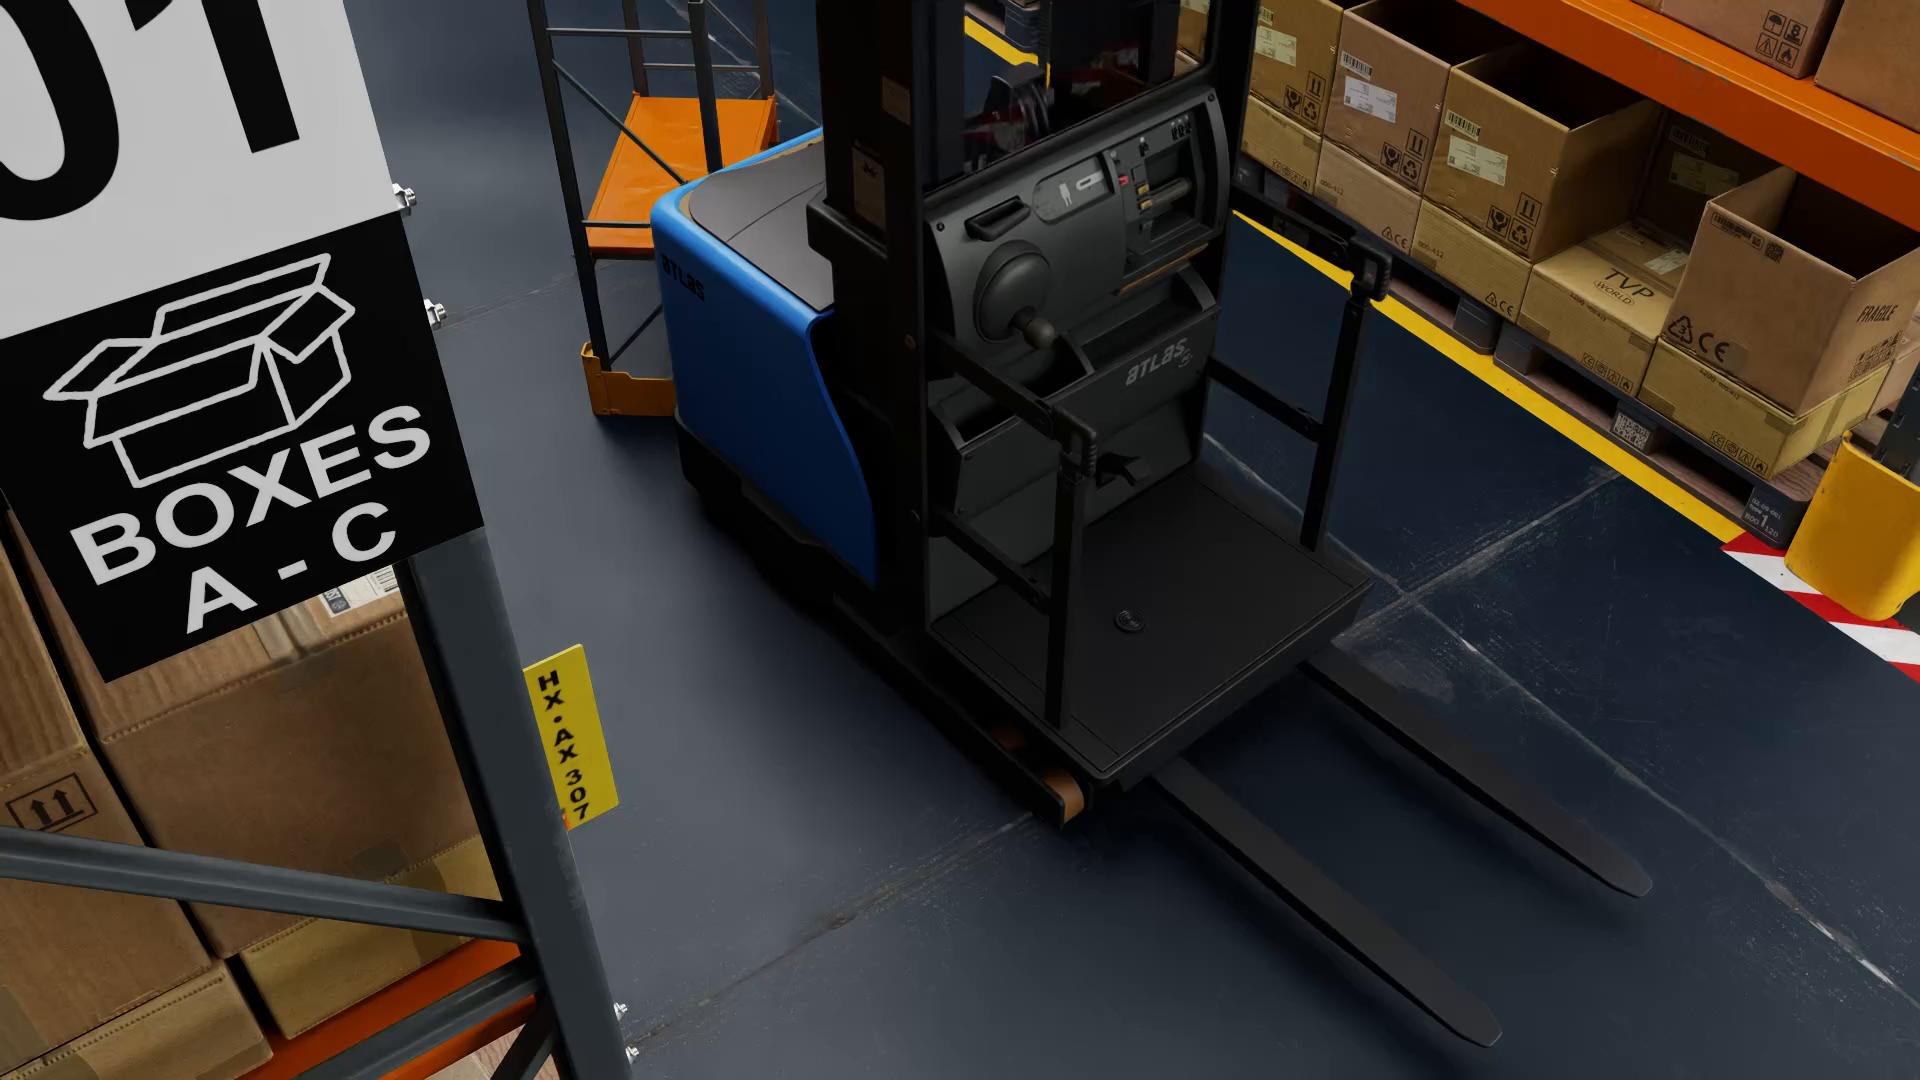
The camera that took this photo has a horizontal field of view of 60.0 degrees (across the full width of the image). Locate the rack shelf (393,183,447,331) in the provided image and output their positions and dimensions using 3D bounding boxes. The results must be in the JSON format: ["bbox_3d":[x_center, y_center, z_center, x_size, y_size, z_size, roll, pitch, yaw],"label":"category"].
[{"bbox_3d":[-2.103,-1.163,2.644,1.077,0.370,4.000,-26,49,-24],"label":"rack shelf"}]

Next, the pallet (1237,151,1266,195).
[{"bbox_3d":[1.234,-1.954,7.144,1.003,0.211,1.213,-26,49,-24],"label":"pallet"}]

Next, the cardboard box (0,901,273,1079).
[{"bbox_3d":[-1.385,0.654,2.487,0.500,0.250,0.500,-25,49,-24],"label":"cardboard box"}]

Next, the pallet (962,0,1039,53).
[{"bbox_3d":[0.360,-2.823,8.054,1.003,0.211,1.213,-26,49,-24],"label":"pallet"}]

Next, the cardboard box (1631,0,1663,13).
[{"bbox_3d":[2.262,-2.049,5.151,0.700,0.500,0.500,-25,49,-24],"label":"cardboard box"}]

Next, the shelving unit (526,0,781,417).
[{"bbox_3d":[-0.944,-1.335,5.562,0.587,1.500,1.083,2,44,2],"label":"shelving unit"}]

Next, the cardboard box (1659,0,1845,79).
[{"bbox_3d":[2.541,-1.765,4.855,0.700,0.500,0.500,-24,49,-23],"label":"cardboard box"}]

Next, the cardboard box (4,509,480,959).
[{"bbox_3d":[-0.986,0.181,2.439,0.500,0.500,0.500,-26,49,-24],"label":"cardboard box"}]

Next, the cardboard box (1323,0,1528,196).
[{"bbox_3d":[1.682,-1.623,5.922,0.500,0.500,0.500,-26,49,-24],"label":"cardboard box"}]

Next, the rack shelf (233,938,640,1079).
[{"bbox_3d":[-2.103,-0.078,3.680,1.077,0.370,4.000,-26,49,-24],"label":"rack shelf"}]

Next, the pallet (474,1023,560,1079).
[{"bbox_3d":[-1.438,1.286,3.750,1.003,0.211,1.213,-26,49,-24],"label":"pallet"}]

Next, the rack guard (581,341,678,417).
[{"bbox_3d":[-0.968,-0.539,5.634,0.587,0.250,0.087,2,44,2],"label":"rack guard"}]

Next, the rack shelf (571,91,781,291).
[{"bbox_3d":[-0.944,-1.199,5.680,0.538,0.185,1.000,2,44,2],"label":"rack shelf"}]

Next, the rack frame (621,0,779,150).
[{"bbox_3d":[-0.919,-1.679,5.923,0.500,1.500,0.032,2,44,2],"label":"rack frame"}]

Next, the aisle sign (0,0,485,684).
[{"bbox_3d":[-0.672,-0.223,1.429,0.394,0.787,0.004,-26,49,-24],"label":"aisle sign"}]

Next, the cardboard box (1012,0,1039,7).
[{"bbox_3d":[0.339,-2.707,7.601,0.500,0.250,0.500,-26,50,-25],"label":"cardboard box"}]

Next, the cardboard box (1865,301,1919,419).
[{"bbox_3d":[2.978,-0.713,5.512,0.500,0.250,0.500,-26,49,-24],"label":"cardboard box"}]

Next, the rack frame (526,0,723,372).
[{"bbox_3d":[-0.969,-0.978,5.188,0.500,1.500,0.032,2,44,2],"label":"rack frame"}]

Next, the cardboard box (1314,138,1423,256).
[{"bbox_3d":[1.685,-1.353,6.182,0.500,0.250,0.500,-26,49,-24],"label":"cardboard box"}]

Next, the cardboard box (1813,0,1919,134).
[{"bbox_3d":[2.845,-1.470,4.545,0.700,0.500,0.500,-26,49,-24],"label":"cardboard box"}]

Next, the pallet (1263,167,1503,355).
[{"bbox_3d":[1.936,-1.263,6.420,1.003,0.211,1.213,-26,49,-24],"label":"pallet"}]

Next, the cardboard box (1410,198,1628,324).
[{"bbox_3d":[1.969,-1.069,5.885,0.500,0.250,0.500,-26,49,-24],"label":"cardboard box"}]

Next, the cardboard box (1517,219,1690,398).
[{"bbox_3d":[2.257,-0.787,5.589,0.500,0.250,0.500,-26,49,-24],"label":"cardboard box"}]

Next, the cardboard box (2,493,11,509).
[{"bbox_3d":[-1.260,-0.102,2.736,0.500,0.500,0.500,-26,49,-24],"label":"cardboard box"}]

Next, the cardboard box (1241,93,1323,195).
[{"bbox_3d":[1.394,-1.634,6.477,0.500,0.250,0.500,-26,49,-24],"label":"cardboard box"}]

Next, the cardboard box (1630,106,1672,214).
[{"bbox_3d":[2.393,-1.545,5.840,0.500,0.500,0.500,-26,49,-24],"label":"cardboard box"}]

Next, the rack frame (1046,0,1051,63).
[{"bbox_3d":[0.814,-3.430,6.670,1.000,3.000,0.127,-26,49,-24],"label":"rack frame"}]

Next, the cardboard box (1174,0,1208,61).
[{"bbox_3d":[1.115,-2.192,6.518,0.500,0.500,0.500,-26,49,-24],"label":"cardboard box"}]

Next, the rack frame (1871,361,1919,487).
[{"bbox_3d":[3.102,-1.164,4.297,1.000,3.000,0.127,-26,49,-24],"label":"rack frame"}]

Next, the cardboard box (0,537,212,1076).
[{"bbox_3d":[-1.403,0.388,2.223,0.500,0.500,0.500,-26,50,-25],"label":"cardboard box"}]

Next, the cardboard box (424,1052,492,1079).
[{"bbox_3d":[-1.281,1.181,3.469,0.500,0.311,0.500,-31,52,-29],"label":"cardboard box"}]

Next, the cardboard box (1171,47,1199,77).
[{"bbox_3d":[1.112,-1.919,6.775,0.500,0.250,0.500,-26,49,-24],"label":"cardboard box"}]

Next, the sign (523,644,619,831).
[{"bbox_3d":[-0.514,0.267,2.171,0.100,0.325,0.005,-26,49,-24],"label":"sign"}]

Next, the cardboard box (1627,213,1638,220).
[{"bbox_3d":[2.403,-1.278,6.104,0.500,0.250,0.500,-26,49,-24],"label":"cardboard box"}]

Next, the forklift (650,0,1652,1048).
[{"bbox_3d":[0.446,-0.698,3.859,1.130,2.935,3.031,-31,52,-28],"label":"forklift"}]

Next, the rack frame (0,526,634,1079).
[{"bbox_3d":[-0.956,0.793,2.247,0.949,2.616,0.053,-26,49,-24],"label":"rack frame"}]

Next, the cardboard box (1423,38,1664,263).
[{"bbox_3d":[1.967,-1.340,5.625,0.500,0.500,0.500,-26,49,-24],"label":"cardboard box"}]

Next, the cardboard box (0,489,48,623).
[{"bbox_3d":[-1.683,0.099,2.526,0.500,0.500,0.500,-25,49,-24],"label":"cardboard box"}]

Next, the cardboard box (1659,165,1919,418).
[{"bbox_3d":[2.551,-0.779,5.038,0.500,0.500,0.500,-26,49,-24],"label":"cardboard box"}]

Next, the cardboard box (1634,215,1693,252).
[{"bbox_3d":[2.689,-0.995,5.807,0.500,0.250,0.500,-26,49,-24],"label":"cardboard box"}]

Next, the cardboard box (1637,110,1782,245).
[{"bbox_3d":[2.690,-1.267,5.549,0.500,0.500,0.500,-26,49,-24],"label":"cardboard box"}]

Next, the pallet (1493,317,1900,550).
[{"bbox_3d":[2.630,-0.572,5.696,1.003,0.211,1.213,-26,49,-24],"label":"pallet"}]

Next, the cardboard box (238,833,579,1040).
[{"bbox_3d":[-0.978,0.440,2.711,0.500,0.250,0.500,-27,50,-26],"label":"cardboard box"}]

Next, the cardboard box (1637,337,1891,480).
[{"bbox_3d":[2.553,-0.509,5.298,0.500,0.250,0.500,-26,49,-24],"label":"cardboard box"}]

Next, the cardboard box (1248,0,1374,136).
[{"bbox_3d":[1.394,-1.906,6.218,0.500,0.500,0.500,-26,49,-24],"label":"cardboard box"}]

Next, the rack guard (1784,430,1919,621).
[{"bbox_3d":[3.116,-0.246,5.146,1.175,0.500,0.348,-26,49,-24],"label":"rack guard"}]
